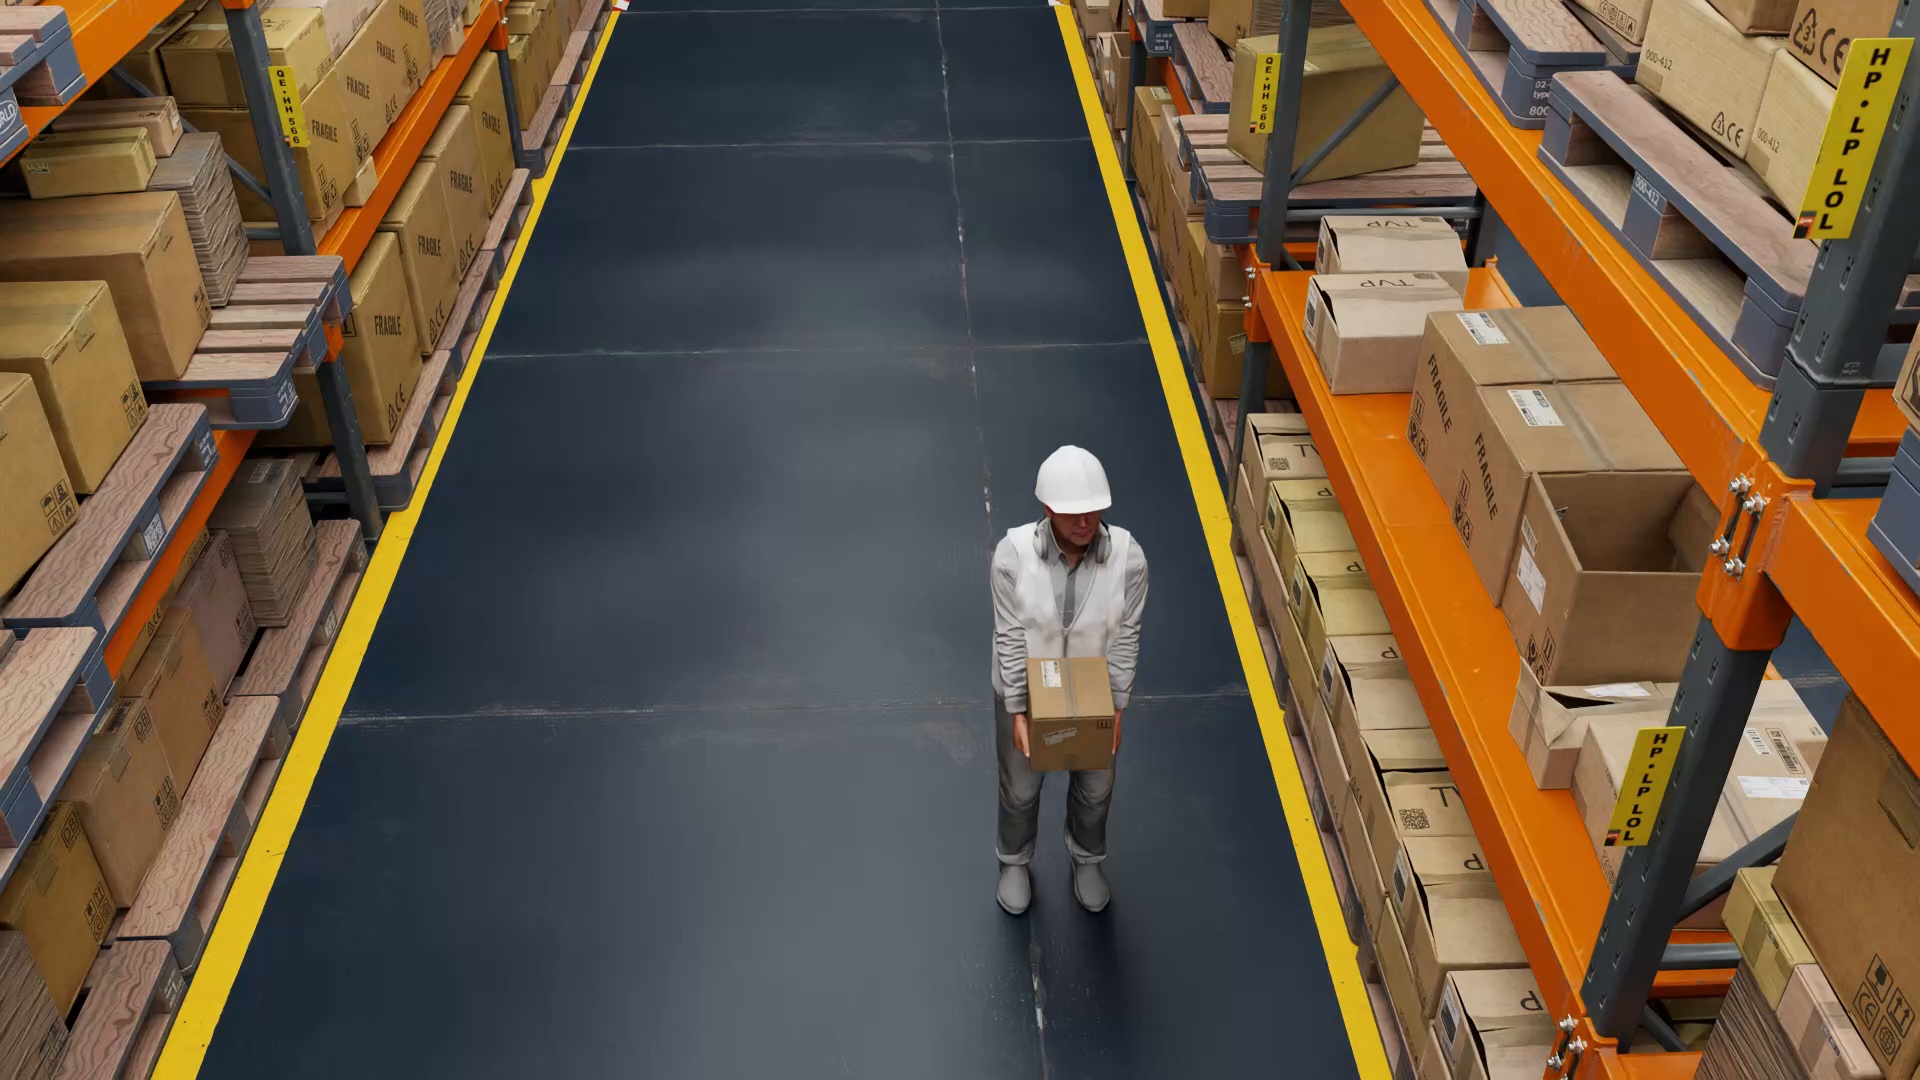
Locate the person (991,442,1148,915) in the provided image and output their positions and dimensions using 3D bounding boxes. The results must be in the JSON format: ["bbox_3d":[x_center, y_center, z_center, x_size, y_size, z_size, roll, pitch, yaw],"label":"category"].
[{"bbox_3d":[0.346,0.534,5.366,0.494,1.767,0.554,-1,35,-1],"label":"person"}]
